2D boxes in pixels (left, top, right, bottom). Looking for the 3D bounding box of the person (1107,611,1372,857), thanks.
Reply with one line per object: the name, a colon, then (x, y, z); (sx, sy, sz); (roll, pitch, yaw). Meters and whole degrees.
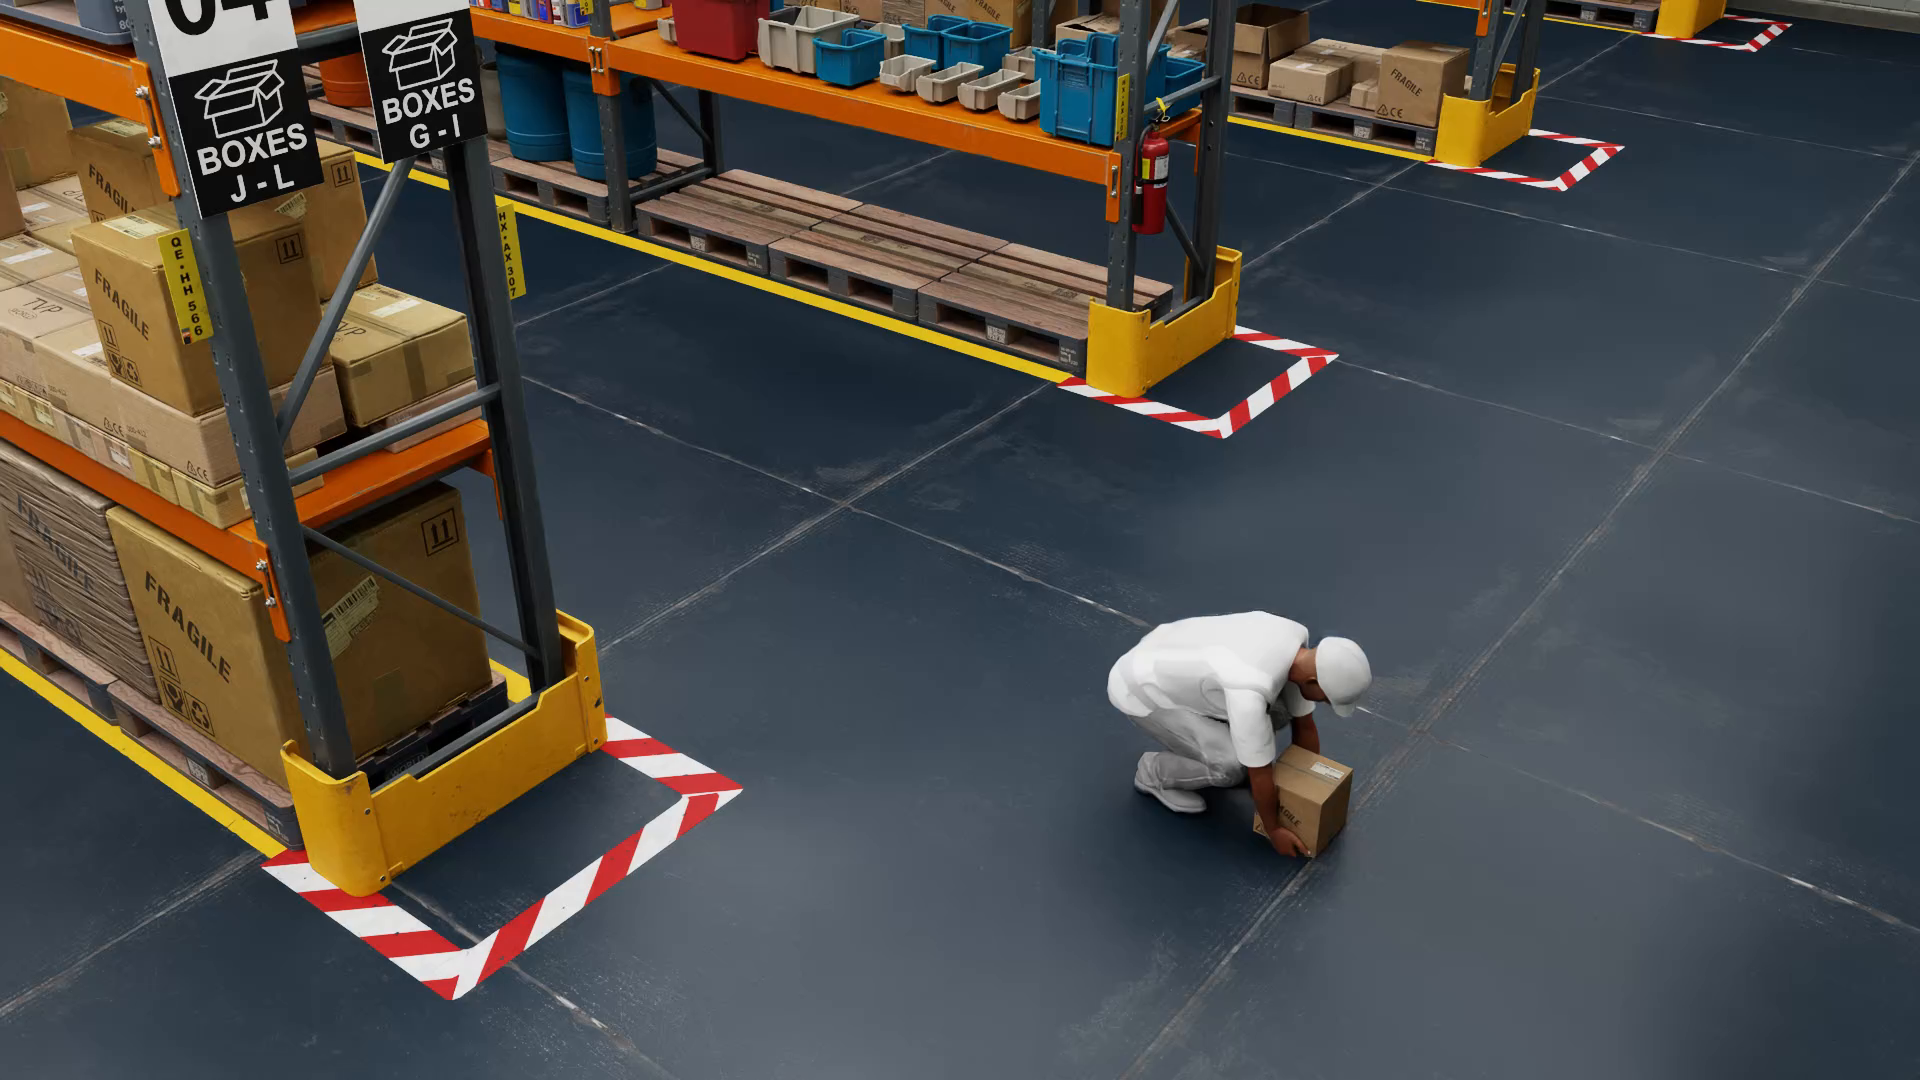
person: (1.010, 0.634, 6.059); (0.923, 0.888, 0.550); (21, 37, 31)
